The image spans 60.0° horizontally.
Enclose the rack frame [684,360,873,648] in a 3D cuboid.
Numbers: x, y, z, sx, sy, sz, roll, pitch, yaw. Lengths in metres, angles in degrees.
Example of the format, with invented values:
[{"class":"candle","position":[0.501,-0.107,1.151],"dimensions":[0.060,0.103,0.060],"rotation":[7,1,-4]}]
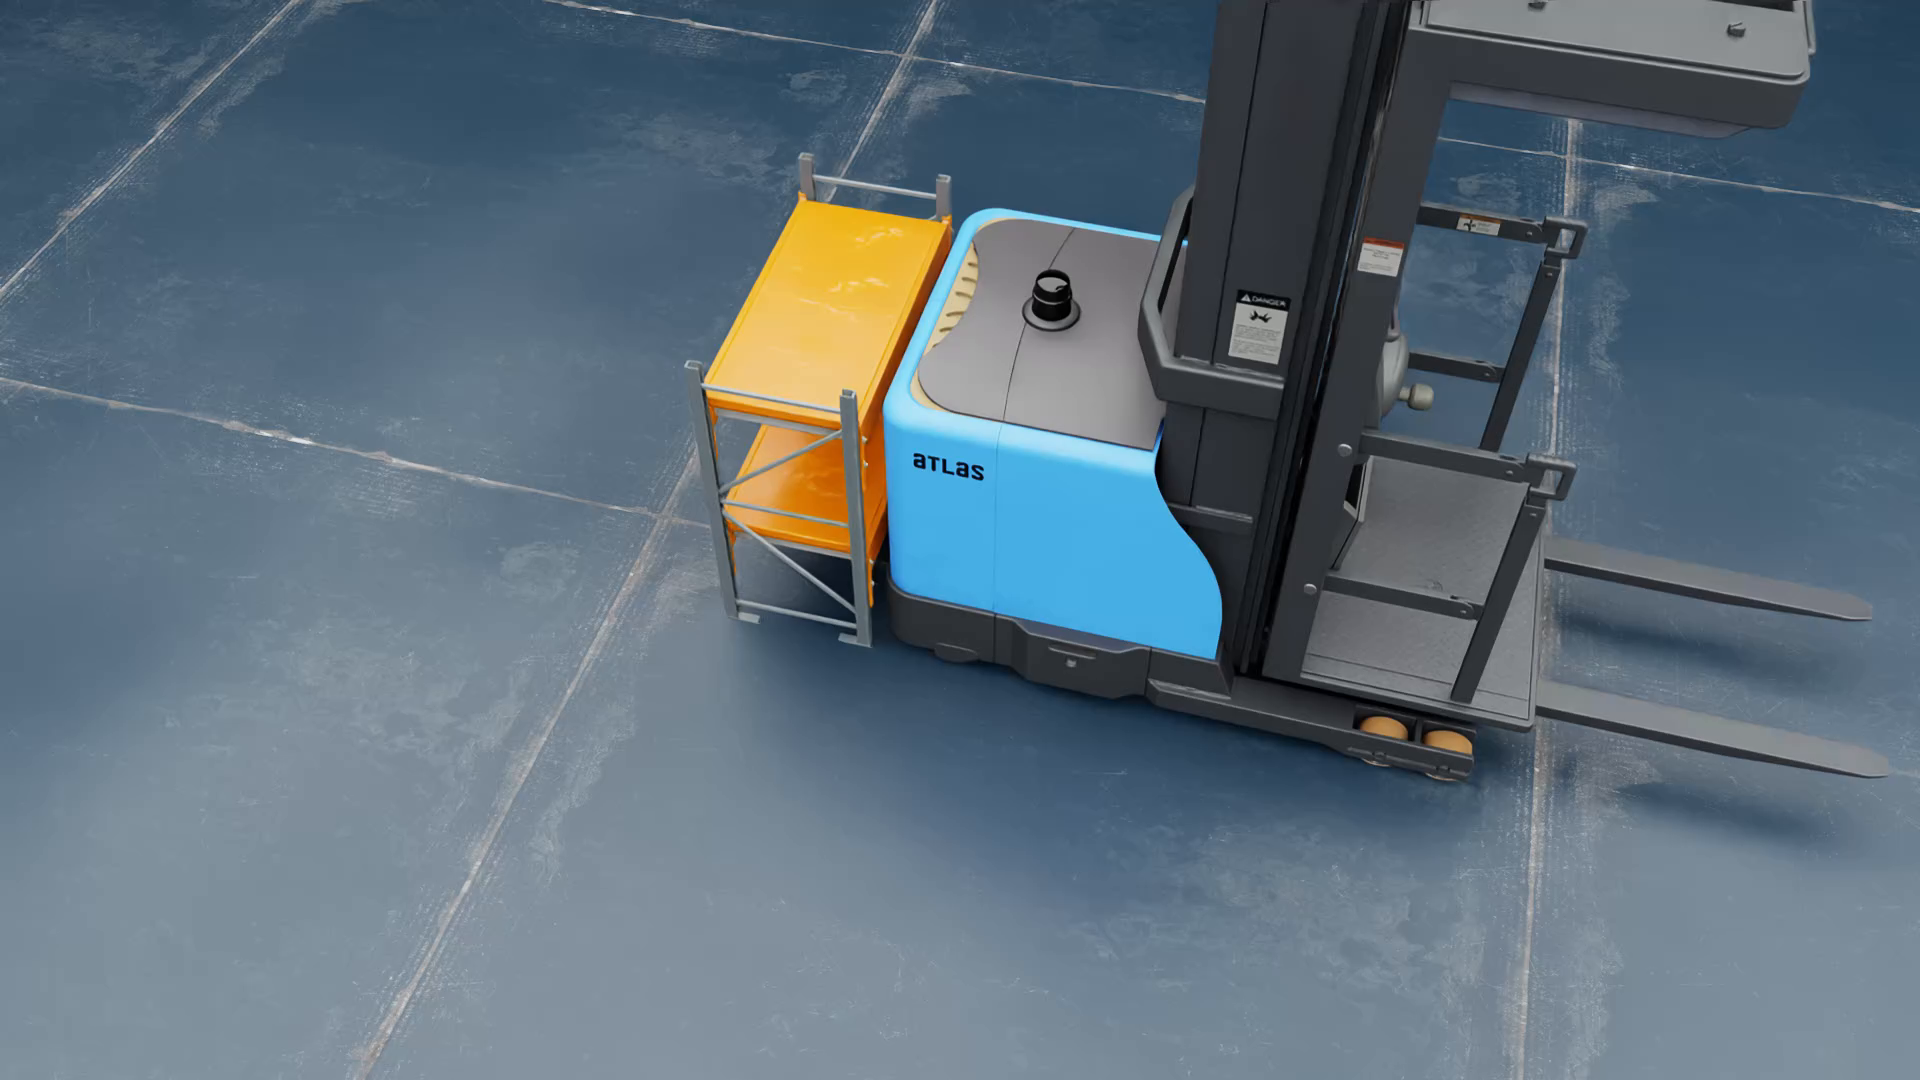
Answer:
[{"class":"rack frame","position":[-0.532,-0.079,5.069],"dimensions":[0.500,1.125,0.032],"rotation":[11,50,10]}]

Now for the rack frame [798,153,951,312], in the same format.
[{"class":"rack frame","position":[-0.273,-0.816,5.720],"dimensions":[0.500,1.125,0.032],"rotation":[11,50,10]}]

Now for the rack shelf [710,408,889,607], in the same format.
[{"class":"rack shelf","position":[-0.402,-0.285,5.578],"dimensions":[0.538,0.278,1.000],"rotation":[11,50,10]}]

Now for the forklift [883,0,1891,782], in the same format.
[{"class":"forklift","position":[1.342,-0.680,4.395],"dimensions":[3.031,2.935,1.130],"rotation":[12,50,10]}]

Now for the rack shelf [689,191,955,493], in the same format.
[{"class":"rack shelf","position":[-0.402,-0.641,5.175],"dimensions":[0.538,0.278,1.000],"rotation":[11,50,10]}]

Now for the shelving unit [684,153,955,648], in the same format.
[{"class":"shelving unit","position":[-0.402,-0.447,5.394],"dimensions":[0.538,1.125,1.048],"rotation":[11,50,10]}]
